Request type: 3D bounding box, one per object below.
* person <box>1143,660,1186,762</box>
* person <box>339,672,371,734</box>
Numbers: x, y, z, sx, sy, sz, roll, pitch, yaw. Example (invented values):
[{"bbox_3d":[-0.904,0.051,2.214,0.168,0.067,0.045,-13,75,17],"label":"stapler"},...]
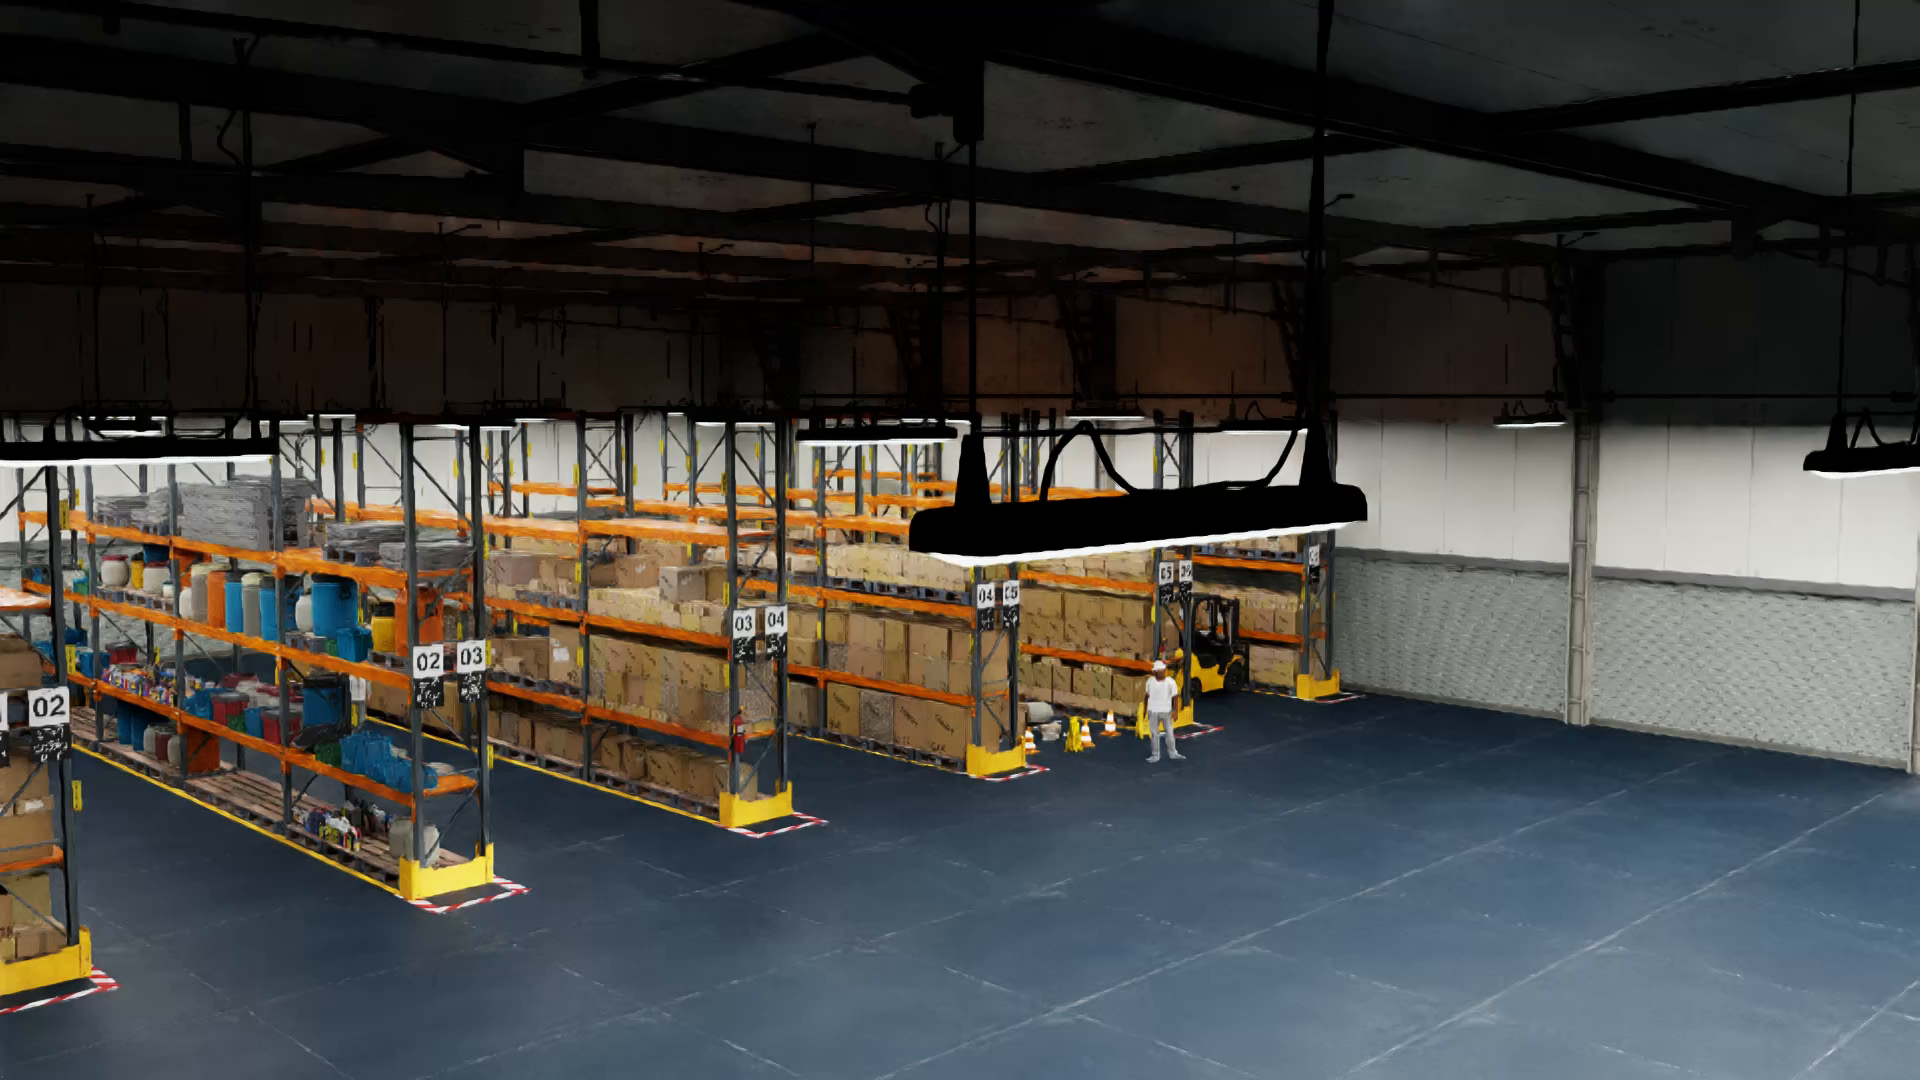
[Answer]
[{"bbox_3d":[3.532,2.959,28.821,0.747,1.764,0.475,1,5,16],"label":"person"},{"bbox_3d":[-10.976,2.866,30.091,0.574,1.726,0.677,5,7,43],"label":"person"}]
